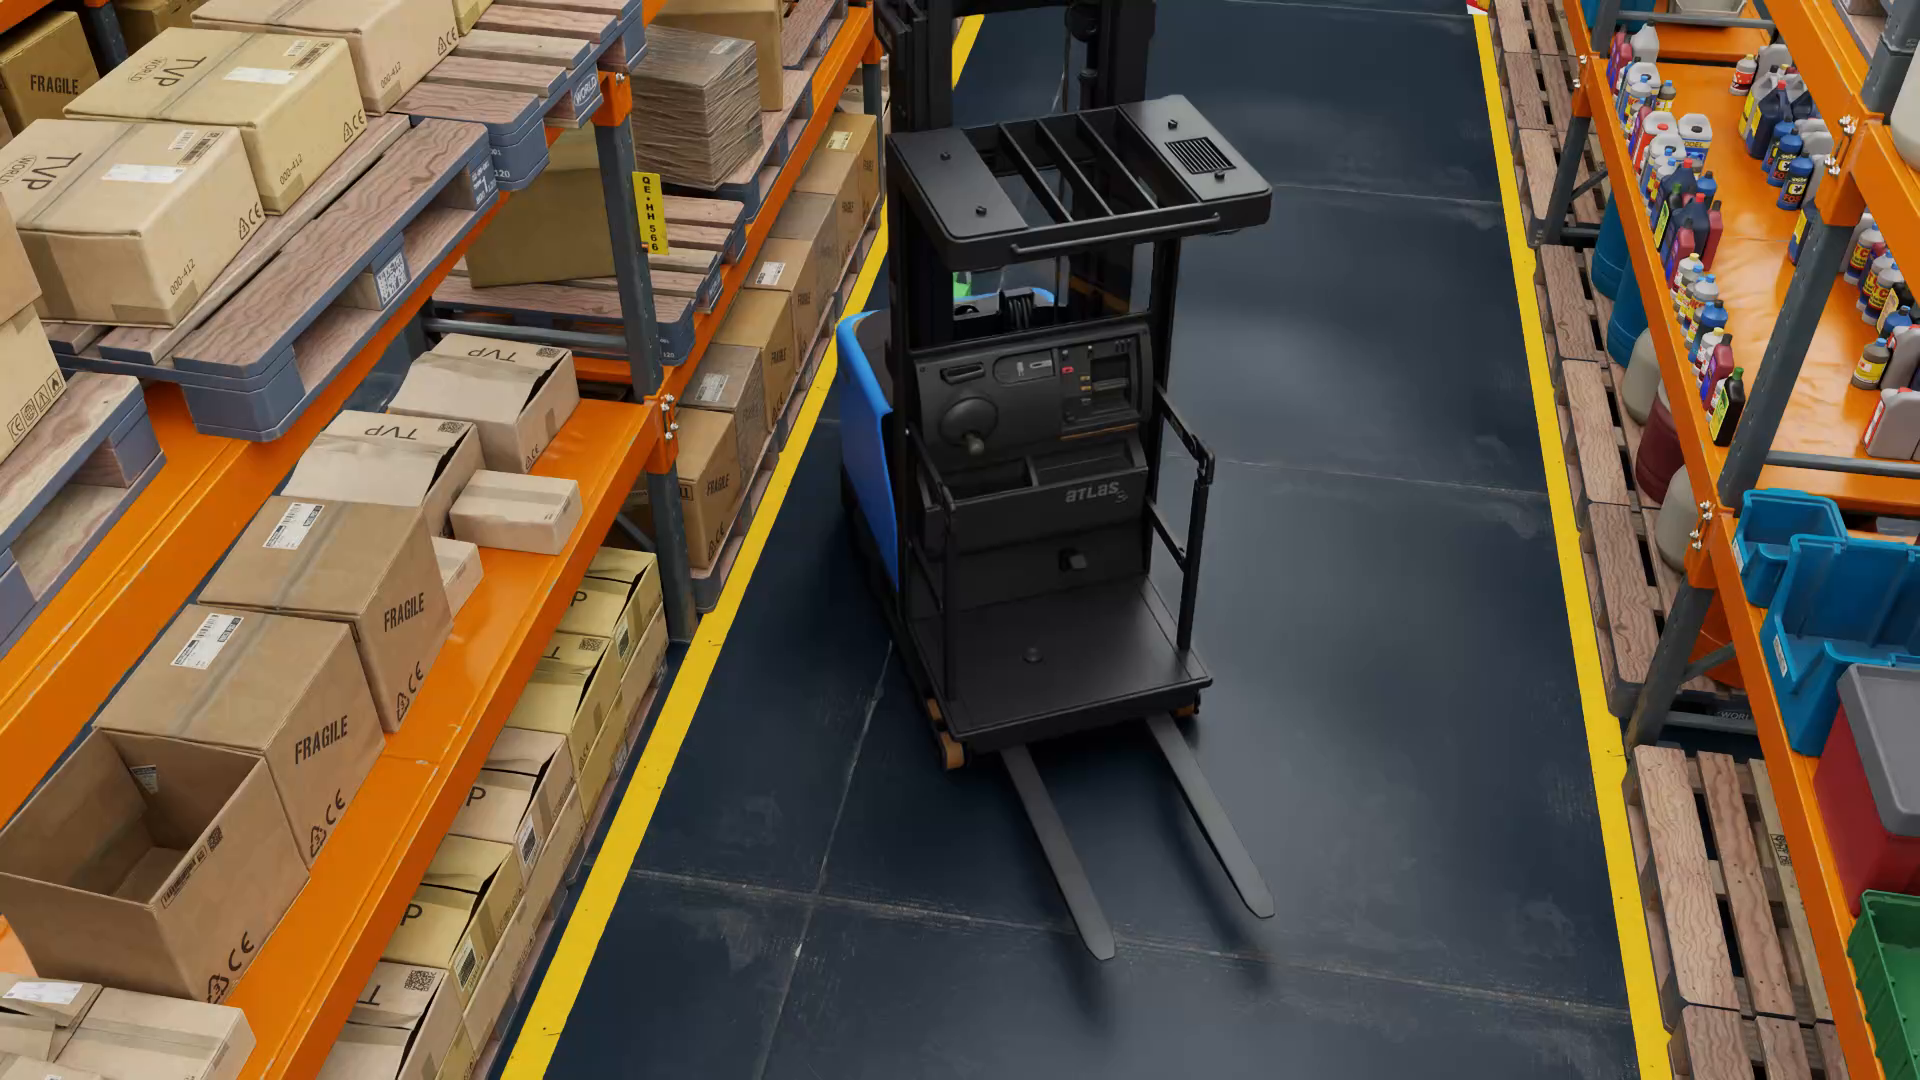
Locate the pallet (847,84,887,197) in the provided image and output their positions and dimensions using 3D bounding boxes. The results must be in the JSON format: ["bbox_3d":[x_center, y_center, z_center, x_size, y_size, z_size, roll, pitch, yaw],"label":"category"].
[{"bbox_3d":[-0.852,-2.657,10.895,1.003,0.211,1.213,6,40,8],"label":"pallet"}]

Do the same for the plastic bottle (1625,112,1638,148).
[{"bbox_3d":[3.307,-2.005,8.074,0.097,0.201,0.097,0,40,0],"label":"plastic bottle"}]

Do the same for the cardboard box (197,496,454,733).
[{"bbox_3d":[-1.938,0.226,5.141,0.500,0.500,0.500,4,40,5],"label":"cardboard box"}]

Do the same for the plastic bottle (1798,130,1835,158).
[{"bbox_3d":[3.983,-1.791,7.756,0.152,0.276,0.135,6,40,8],"label":"plastic bottle"}]

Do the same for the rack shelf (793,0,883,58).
[{"bbox_3d":[-0.625,-4.278,11.232,1.077,0.370,4.000,6,40,8],"label":"rack shelf"}]

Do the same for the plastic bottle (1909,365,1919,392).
[{"bbox_3d":[3.709,-0.634,6.351,0.061,0.283,0.133,6,40,8],"label":"plastic bottle"}]

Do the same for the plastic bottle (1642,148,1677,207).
[{"bbox_3d":[3.204,-1.657,7.598,0.097,0.271,0.097,0,40,0],"label":"plastic bottle"}]

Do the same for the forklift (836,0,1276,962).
[{"bbox_3d":[0.354,-0.489,6.138,1.130,2.935,3.031,-11,41,-13],"label":"forklift"}]

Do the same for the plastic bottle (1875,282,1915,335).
[{"bbox_3d":[3.796,-0.947,6.730,0.061,0.283,0.133,6,40,8],"label":"plastic bottle"}]

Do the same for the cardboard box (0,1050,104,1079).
[{"bbox_3d":[-2.314,1.464,3.840,0.500,0.250,0.500,9,40,10],"label":"cardboard box"}]

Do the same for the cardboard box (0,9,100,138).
[{"bbox_3d":[-5.836,-2.755,10.183,0.750,0.750,0.750,7,40,8],"label":"cardboard box"}]

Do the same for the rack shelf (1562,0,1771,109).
[{"bbox_3d":[4.253,-3.730,10.569,1.077,0.370,4.000,6,40,8],"label":"rack shelf"}]

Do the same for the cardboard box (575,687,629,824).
[{"bbox_3d":[-1.600,0.789,6.367,0.500,0.250,0.500,6,40,7],"label":"cardboard box"}]

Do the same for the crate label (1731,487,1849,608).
[{"bbox_3d":[2.772,0.046,5.569,0.303,0.233,0.416,6,40,8],"label":"crate label"}]

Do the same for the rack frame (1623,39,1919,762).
[{"bbox_3d":[3.214,-0.242,5.785,1.000,3.000,0.127,6,40,8],"label":"rack frame"}]

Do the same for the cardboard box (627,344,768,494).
[{"bbox_3d":[-1.218,-0.580,7.810,0.500,0.500,0.500,5,40,6],"label":"cardboard box"}]

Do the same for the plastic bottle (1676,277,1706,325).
[{"bbox_3d":[3.026,-0.987,6.842,0.097,0.201,0.097,0,40,0],"label":"plastic bottle"}]

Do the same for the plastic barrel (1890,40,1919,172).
[{"bbox_3d":[2.859,-1.280,4.599,0.421,0.512,0.421,0,40,0],"label":"plastic barrel"}]

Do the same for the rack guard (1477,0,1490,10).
[{"bbox_3d":[4.590,-4.315,12.674,1.175,0.500,0.348,6,40,8],"label":"rack guard"}]

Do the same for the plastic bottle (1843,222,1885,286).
[{"bbox_3d":[3.854,-1.222,7.072,0.097,0.271,0.097,0,40,0],"label":"plastic bottle"}]

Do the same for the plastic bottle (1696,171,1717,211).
[{"bbox_3d":[3.312,-1.519,7.431,0.097,0.271,0.097,0,40,0],"label":"plastic bottle"}]

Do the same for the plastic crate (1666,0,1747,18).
[{"bbox_3d":[4.128,-2.950,9.220,0.396,0.136,0.243,6,40,8],"label":"plastic crate"}]

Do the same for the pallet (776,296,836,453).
[{"bbox_3d":[-1.284,-0.943,8.822,1.003,0.211,1.213,6,40,8],"label":"pallet"}]

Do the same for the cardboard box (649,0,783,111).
[{"bbox_3d":[-1.216,-2.385,7.970,0.700,0.500,0.500,-3,40,-4],"label":"cardboard box"}]

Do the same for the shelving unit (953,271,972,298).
[{"bbox_3d":[-0.126,-0.930,8.030,0.258,1.200,0.503,9,40,11],"label":"shelving unit"}]

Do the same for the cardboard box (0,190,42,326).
[{"bbox_3d":[-2.135,-0.572,3.030,0.500,0.500,0.500,10,41,12],"label":"cardboard box"}]

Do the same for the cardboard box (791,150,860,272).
[{"bbox_3d":[-0.868,-1.856,9.354,0.500,0.500,0.500,7,40,8],"label":"cardboard box"}]

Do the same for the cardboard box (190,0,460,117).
[{"bbox_3d":[-1.760,-1.428,4.654,0.500,0.250,0.500,7,40,9],"label":"cardboard box"}]

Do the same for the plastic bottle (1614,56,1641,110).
[{"bbox_3d":[3.381,-2.300,8.376,0.097,0.271,0.097,0,40,0],"label":"plastic bottle"}]

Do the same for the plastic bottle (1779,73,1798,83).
[{"bbox_3d":[4.093,-2.192,8.241,0.152,0.276,0.135,6,40,8],"label":"plastic bottle"}]

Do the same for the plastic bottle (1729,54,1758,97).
[{"bbox_3d":[4.031,-2.394,8.545,0.097,0.201,0.097,0,40,0],"label":"plastic bottle"}]

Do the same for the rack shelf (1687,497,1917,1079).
[{"bbox_3d":[2.868,1.291,4.496,1.077,0.370,4.000,6,40,8],"label":"rack shelf"}]

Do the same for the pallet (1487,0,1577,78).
[{"bbox_3d":[4.418,-3.674,12.125,1.003,0.211,1.213,6,40,8],"label":"pallet"}]

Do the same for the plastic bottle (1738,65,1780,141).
[{"bbox_3d":[3.928,-2.136,8.115,0.144,0.351,0.185,6,40,8],"label":"plastic bottle"}]

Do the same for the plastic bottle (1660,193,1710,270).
[{"bbox_3d":[3.130,-1.336,7.147,0.144,0.351,0.185,6,40,8],"label":"plastic bottle"}]

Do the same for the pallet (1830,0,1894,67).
[{"bbox_3d":[3.443,-1.794,5.457,1.003,0.211,1.213,6,40,8],"label":"pallet"}]

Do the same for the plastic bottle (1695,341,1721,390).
[{"bbox_3d":[2.942,-0.681,6.473,0.097,0.201,0.097,0,40,0],"label":"plastic bottle"}]

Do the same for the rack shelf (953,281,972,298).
[{"bbox_3d":[-0.126,-1.066,7.918,0.258,0.148,0.480,9,40,11],"label":"rack shelf"}]

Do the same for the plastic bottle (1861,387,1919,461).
[{"bbox_3d":[3.458,-0.446,6.130,0.152,0.276,0.135,6,40,8],"label":"plastic bottle"}]

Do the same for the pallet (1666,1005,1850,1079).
[{"bbox_3d":[2.829,2.078,5.167,1.003,0.211,1.213,6,40,8],"label":"pallet"}]

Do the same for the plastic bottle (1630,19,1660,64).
[{"bbox_3d":[3.519,-2.522,8.582,0.144,0.351,0.185,6,40,8],"label":"plastic bottle"}]

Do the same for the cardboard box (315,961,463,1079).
[{"bbox_3d":[-1.859,1.532,5.029,0.500,0.311,0.500,5,40,6],"label":"cardboard box"}]

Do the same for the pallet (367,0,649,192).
[{"bbox_3d":[-1.693,-1.438,5.026,1.213,0.211,1.003,8,40,10],"label":"pallet"}]

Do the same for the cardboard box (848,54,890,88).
[{"bbox_3d":[-0.546,-3.162,11.195,0.380,0.166,0.250,6,40,8],"label":"cardboard box"}]

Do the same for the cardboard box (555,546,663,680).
[{"bbox_3d":[-1.512,0.247,6.582,0.500,0.311,0.500,7,40,9],"label":"cardboard box"}]

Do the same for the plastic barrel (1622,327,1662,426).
[{"bbox_3d":[3.487,-0.827,8.115,0.421,0.512,0.421,0,40,0],"label":"plastic barrel"}]

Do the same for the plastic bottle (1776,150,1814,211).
[{"bbox_3d":[3.817,-1.646,7.584,0.097,0.271,0.097,0,40,0],"label":"plastic bottle"}]
